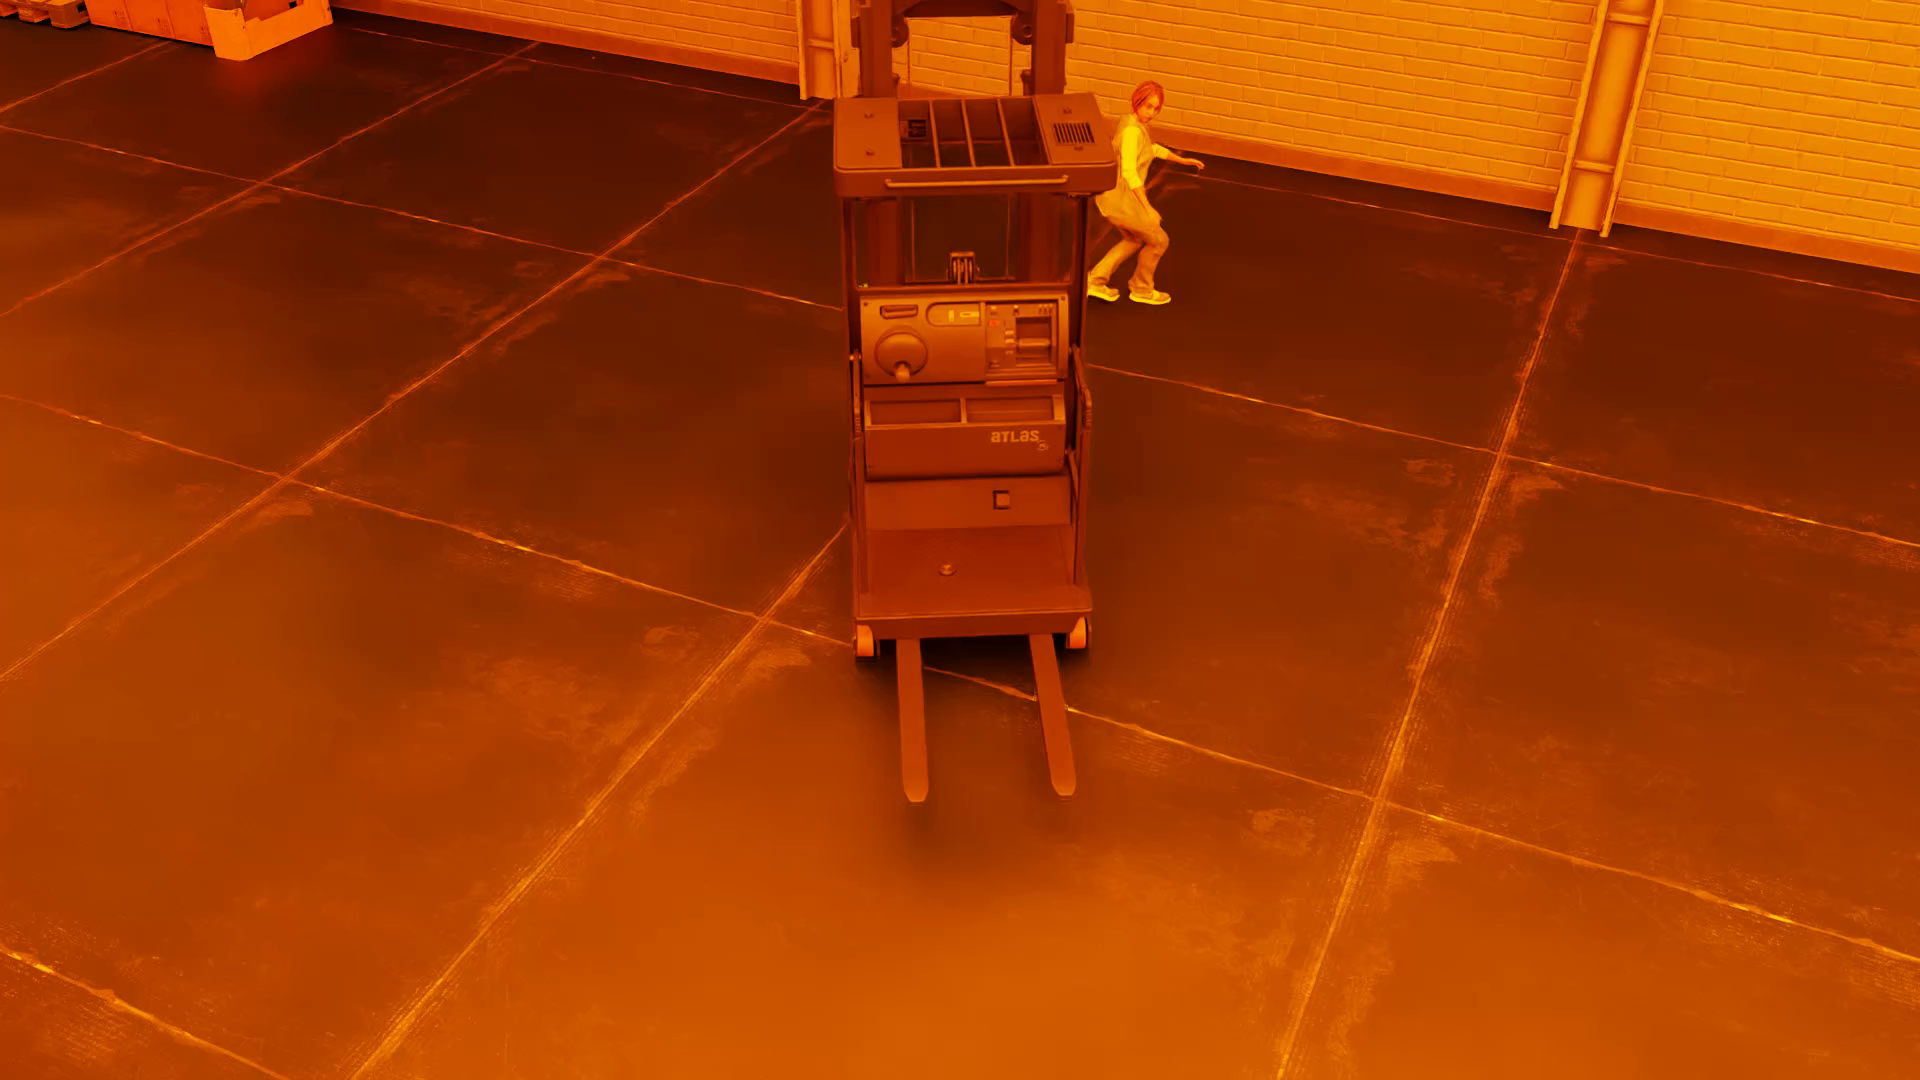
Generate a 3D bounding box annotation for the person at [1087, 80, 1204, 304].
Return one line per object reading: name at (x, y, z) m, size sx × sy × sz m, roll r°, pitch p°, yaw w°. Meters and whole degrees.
person at (1.164, -2.069, 10.268) m, size 0.770 × 1.463 × 0.745 m, roll -5°, pitch 36°, yaw -7°

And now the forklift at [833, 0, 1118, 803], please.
forklift at (0.037, -0.839, 7.263) m, size 1.130 × 2.935 × 3.031 m, roll -2°, pitch 36°, yaw -3°
